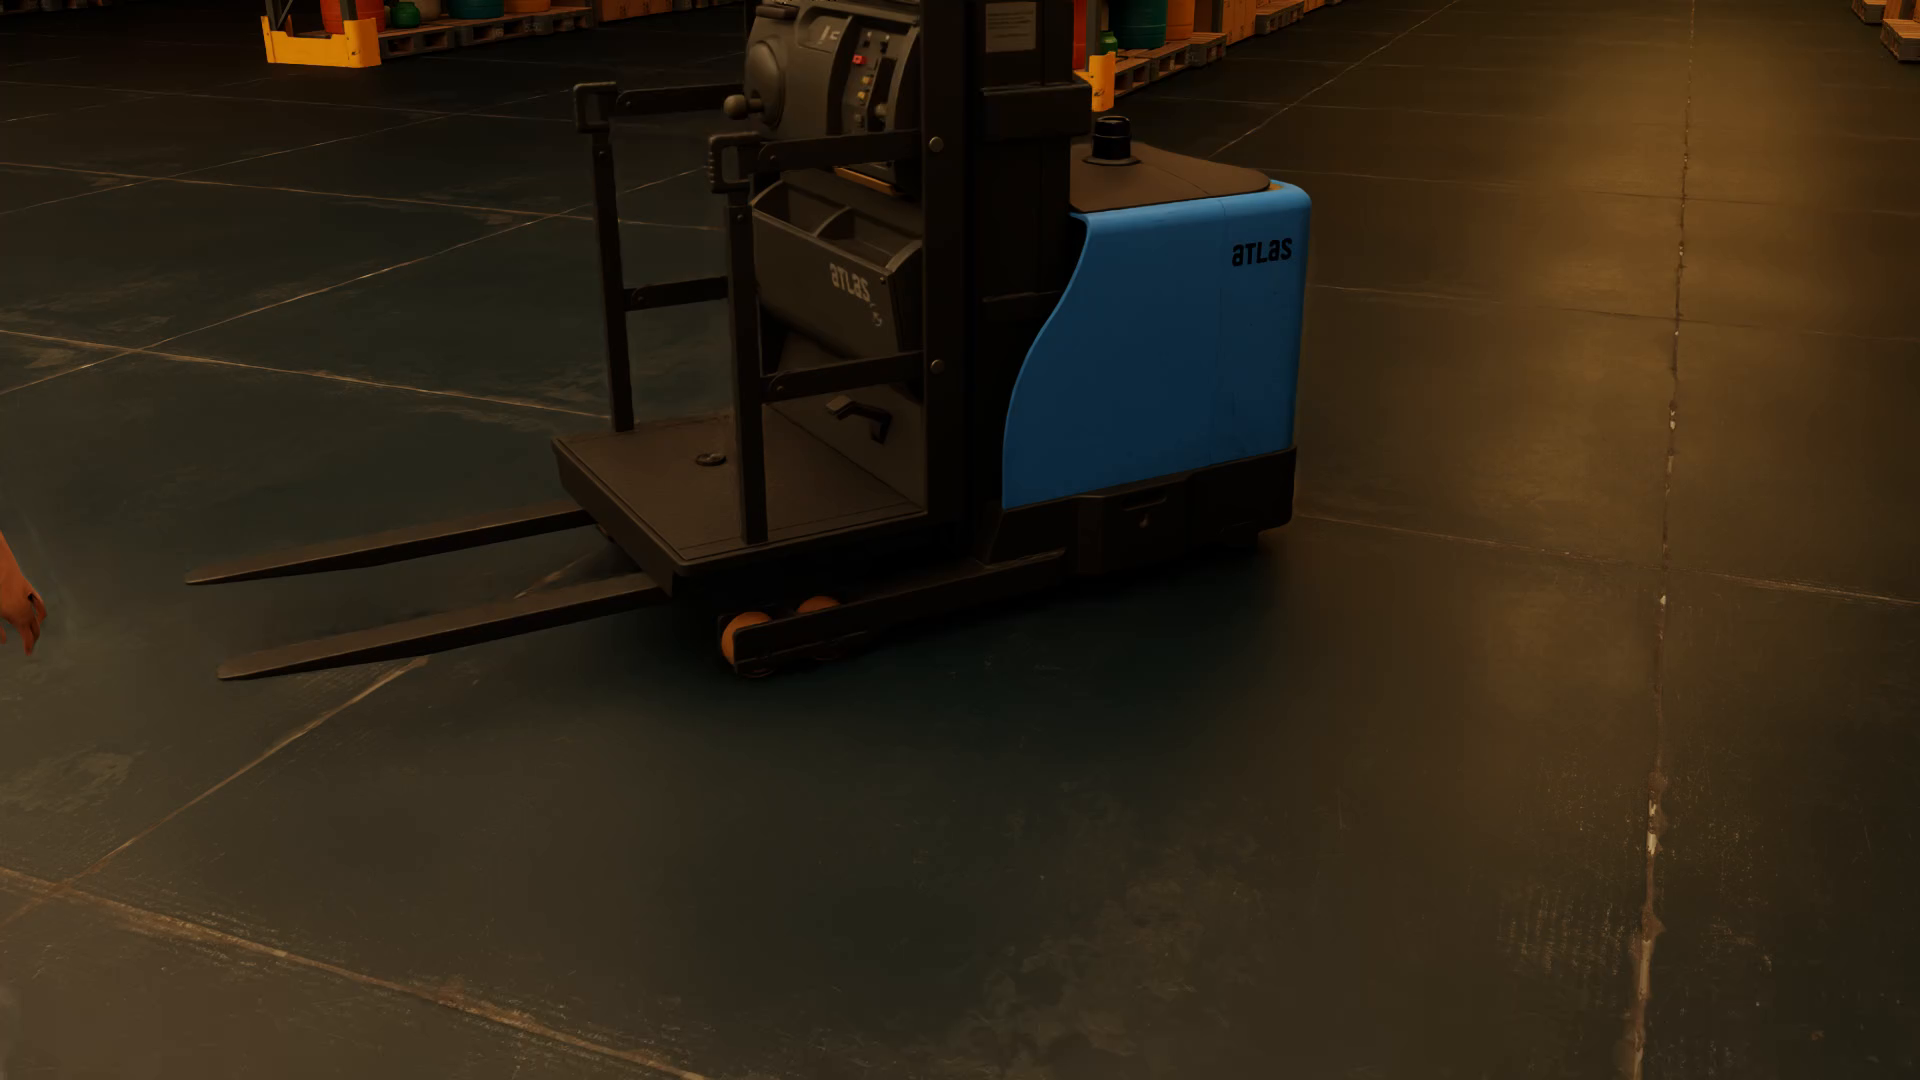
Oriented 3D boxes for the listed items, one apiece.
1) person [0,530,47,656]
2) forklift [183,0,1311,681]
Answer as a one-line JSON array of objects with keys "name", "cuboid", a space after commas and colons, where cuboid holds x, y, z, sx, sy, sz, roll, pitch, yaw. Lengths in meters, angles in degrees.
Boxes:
[{"name": "person", "cuboid": [-1.822, 0.250, 2.447, 0.632, 1.617, 0.663, 5, 23, 11]}, {"name": "forklift", "cuboid": [-0.527, -1.232, 4.241, 3.031, 2.935, 1.130, -12, 26, -27]}]
